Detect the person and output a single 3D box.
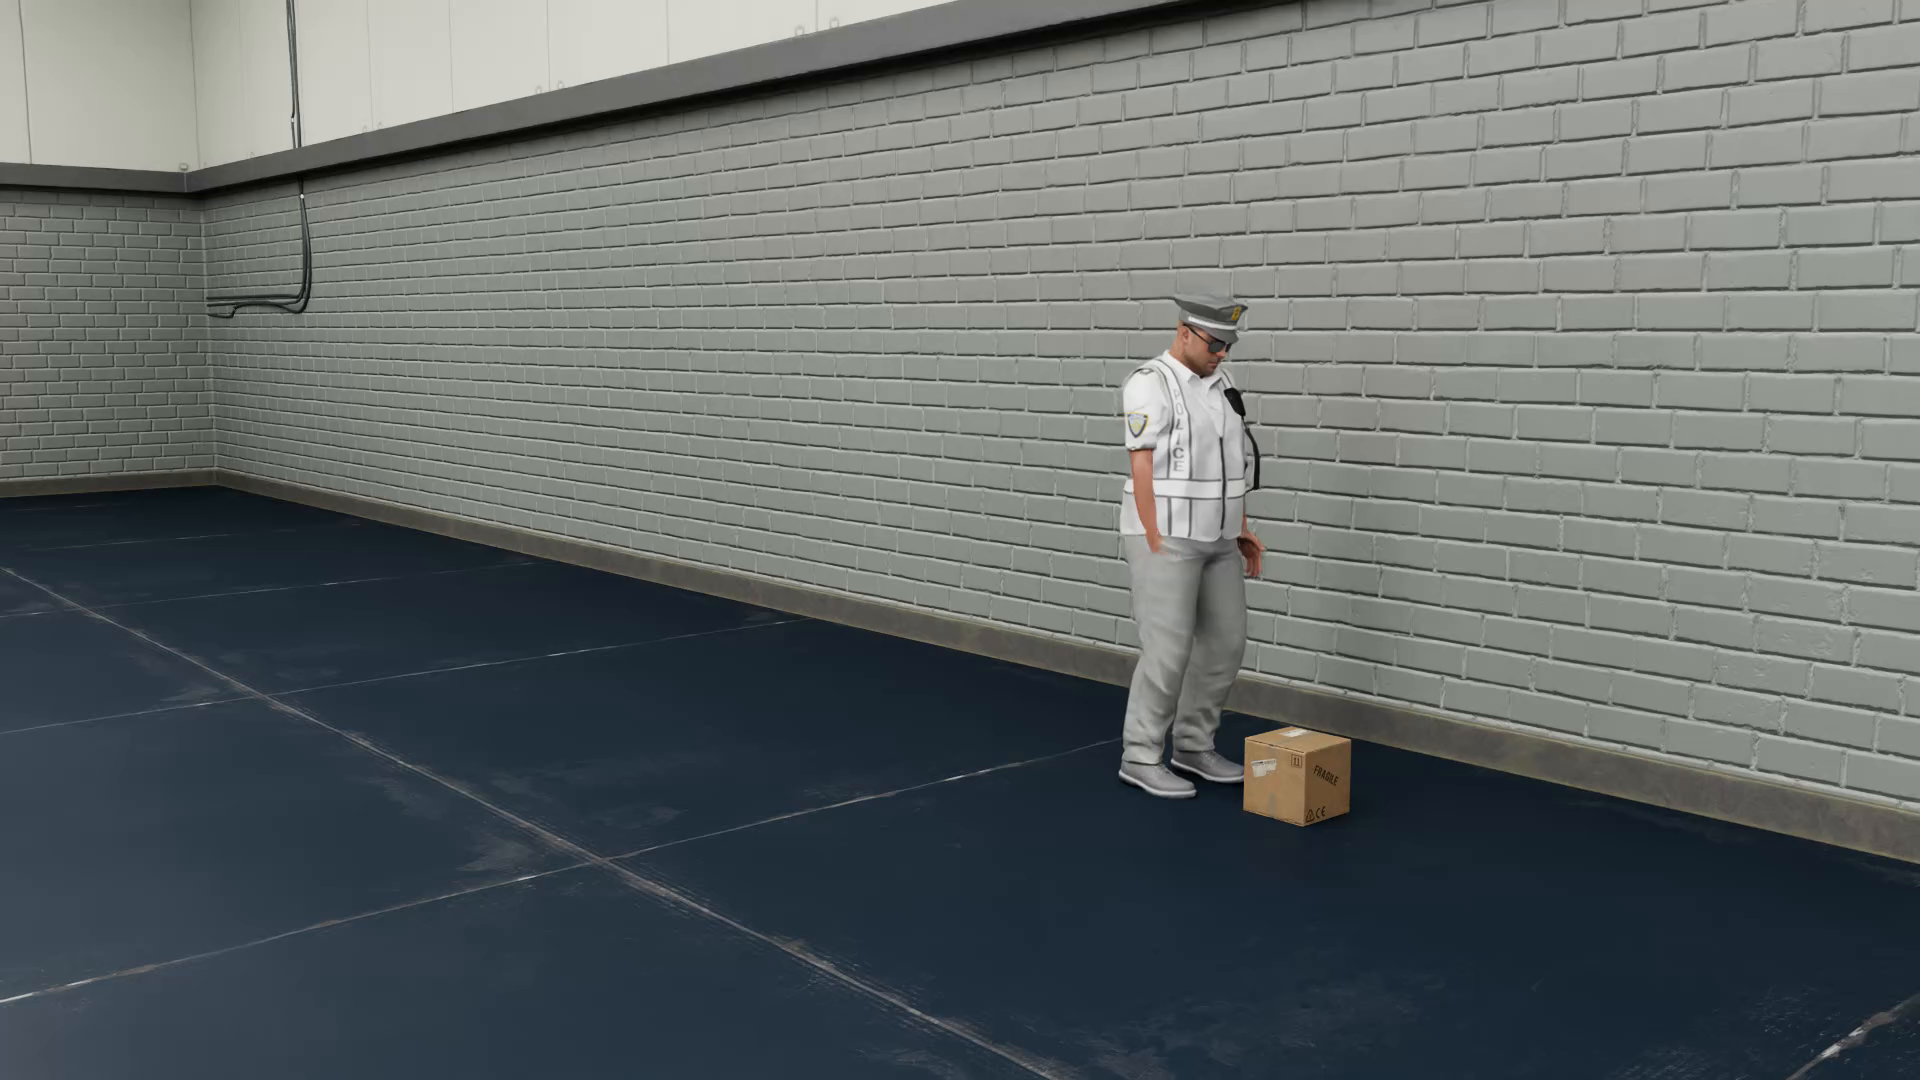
[{"bbox_3d":[0.804,0.004,5.847,0.538,1.733,0.392,-6,10,-40],"label":"person"}]
